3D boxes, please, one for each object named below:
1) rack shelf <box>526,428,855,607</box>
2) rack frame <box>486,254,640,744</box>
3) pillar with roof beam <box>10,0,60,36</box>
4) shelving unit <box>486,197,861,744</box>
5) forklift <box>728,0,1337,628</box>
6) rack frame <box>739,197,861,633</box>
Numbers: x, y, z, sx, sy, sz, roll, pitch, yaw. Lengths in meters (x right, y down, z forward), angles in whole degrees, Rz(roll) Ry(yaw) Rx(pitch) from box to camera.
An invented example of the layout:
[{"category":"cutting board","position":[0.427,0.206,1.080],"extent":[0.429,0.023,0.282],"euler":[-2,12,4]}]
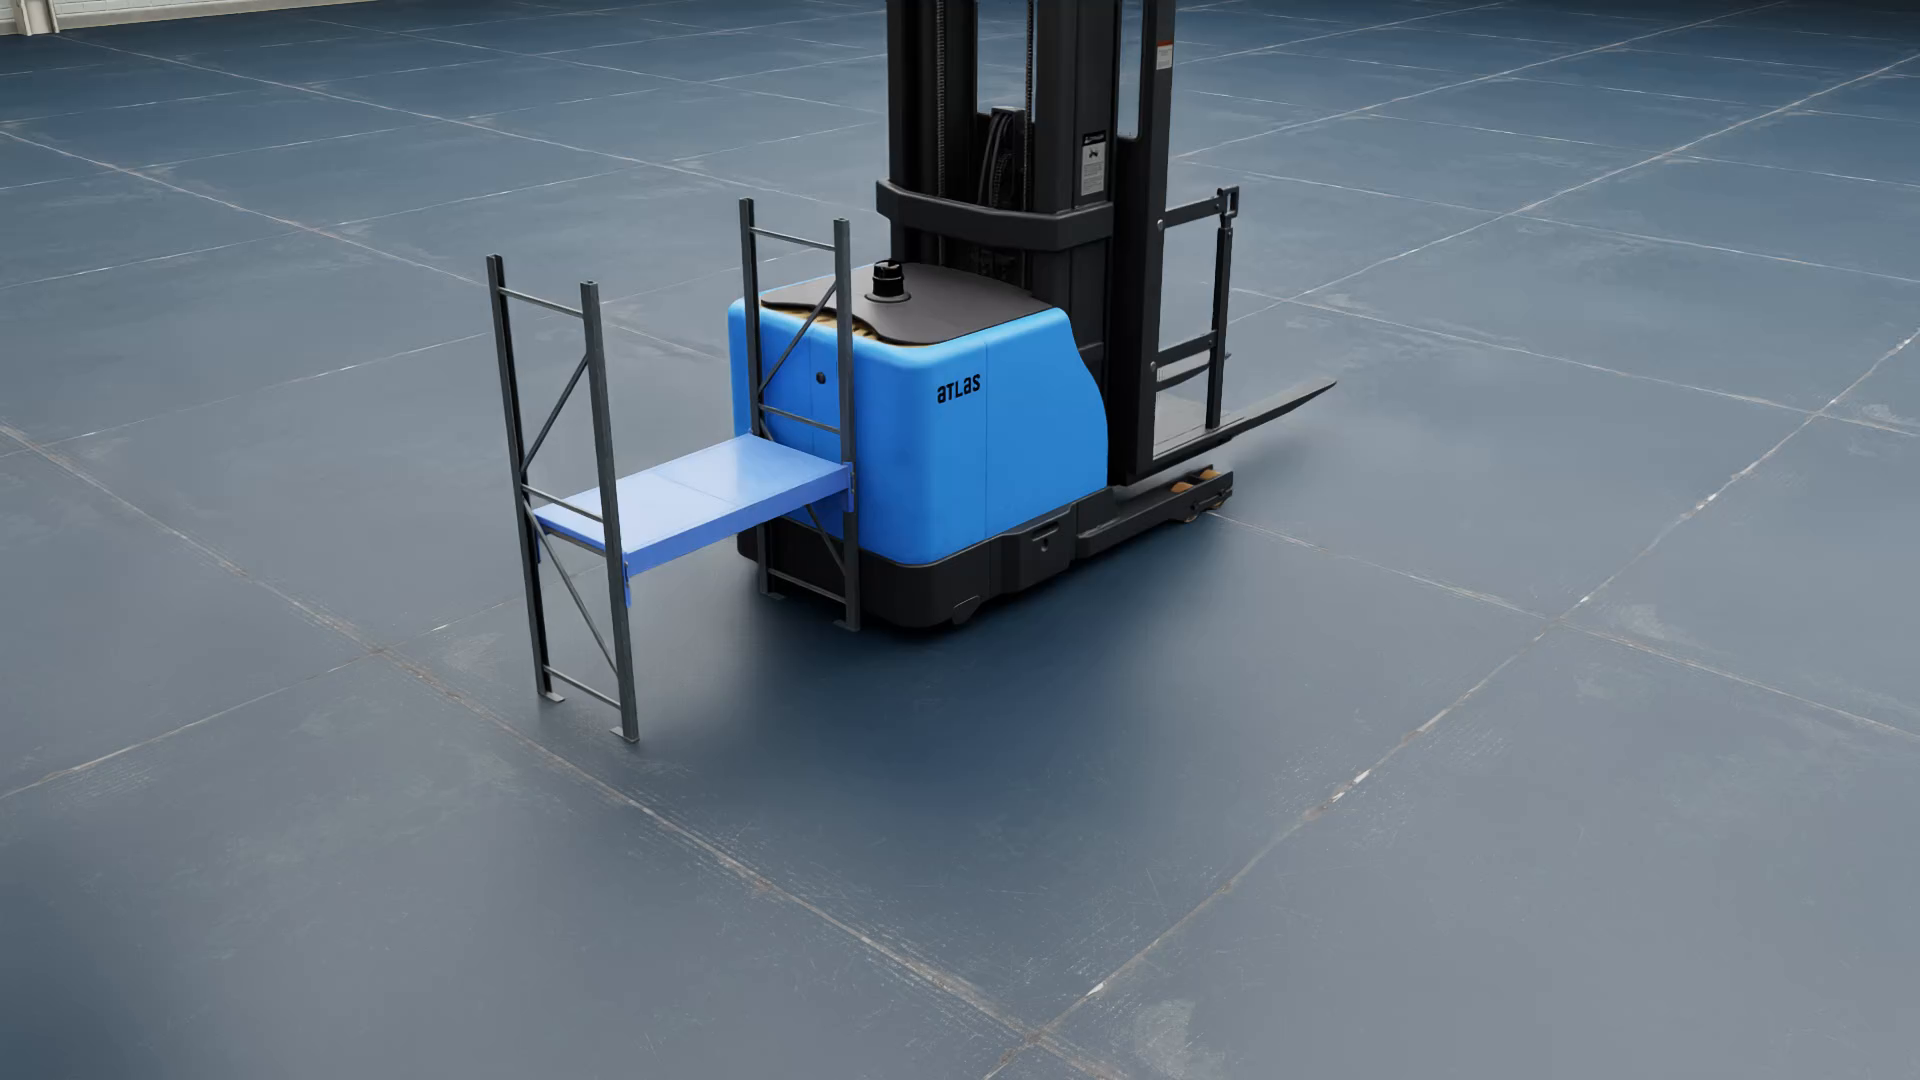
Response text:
[{"category":"rack shelf","position":[-0.891,-0.099,5.578],"extent":[0.538,0.185,1.000],"euler":[20,31,37]},{"category":"rack frame","position":[-1.224,-0.106,5.154],"extent":[0.500,1.500,0.032],"euler":[20,31,37]},{"category":"pillar with roof beam","position":[-8.484,-9.365,16.638],"extent":[9.100,9.000,0.400],"euler":[20,31,38]},{"category":"shelving unit","position":[-0.891,-0.263,5.504],"extent":[0.538,1.500,1.048],"euler":[20,31,37]},{"category":"forklift","position":[0.510,-1.539,6.599],"extent":[1.130,2.935,3.031],"euler":[21,32,39]},{"category":"rack frame","position":[-0.558,-0.420,5.855],"extent":[0.500,1.500,0.032],"euler":[20,31,37]}]
